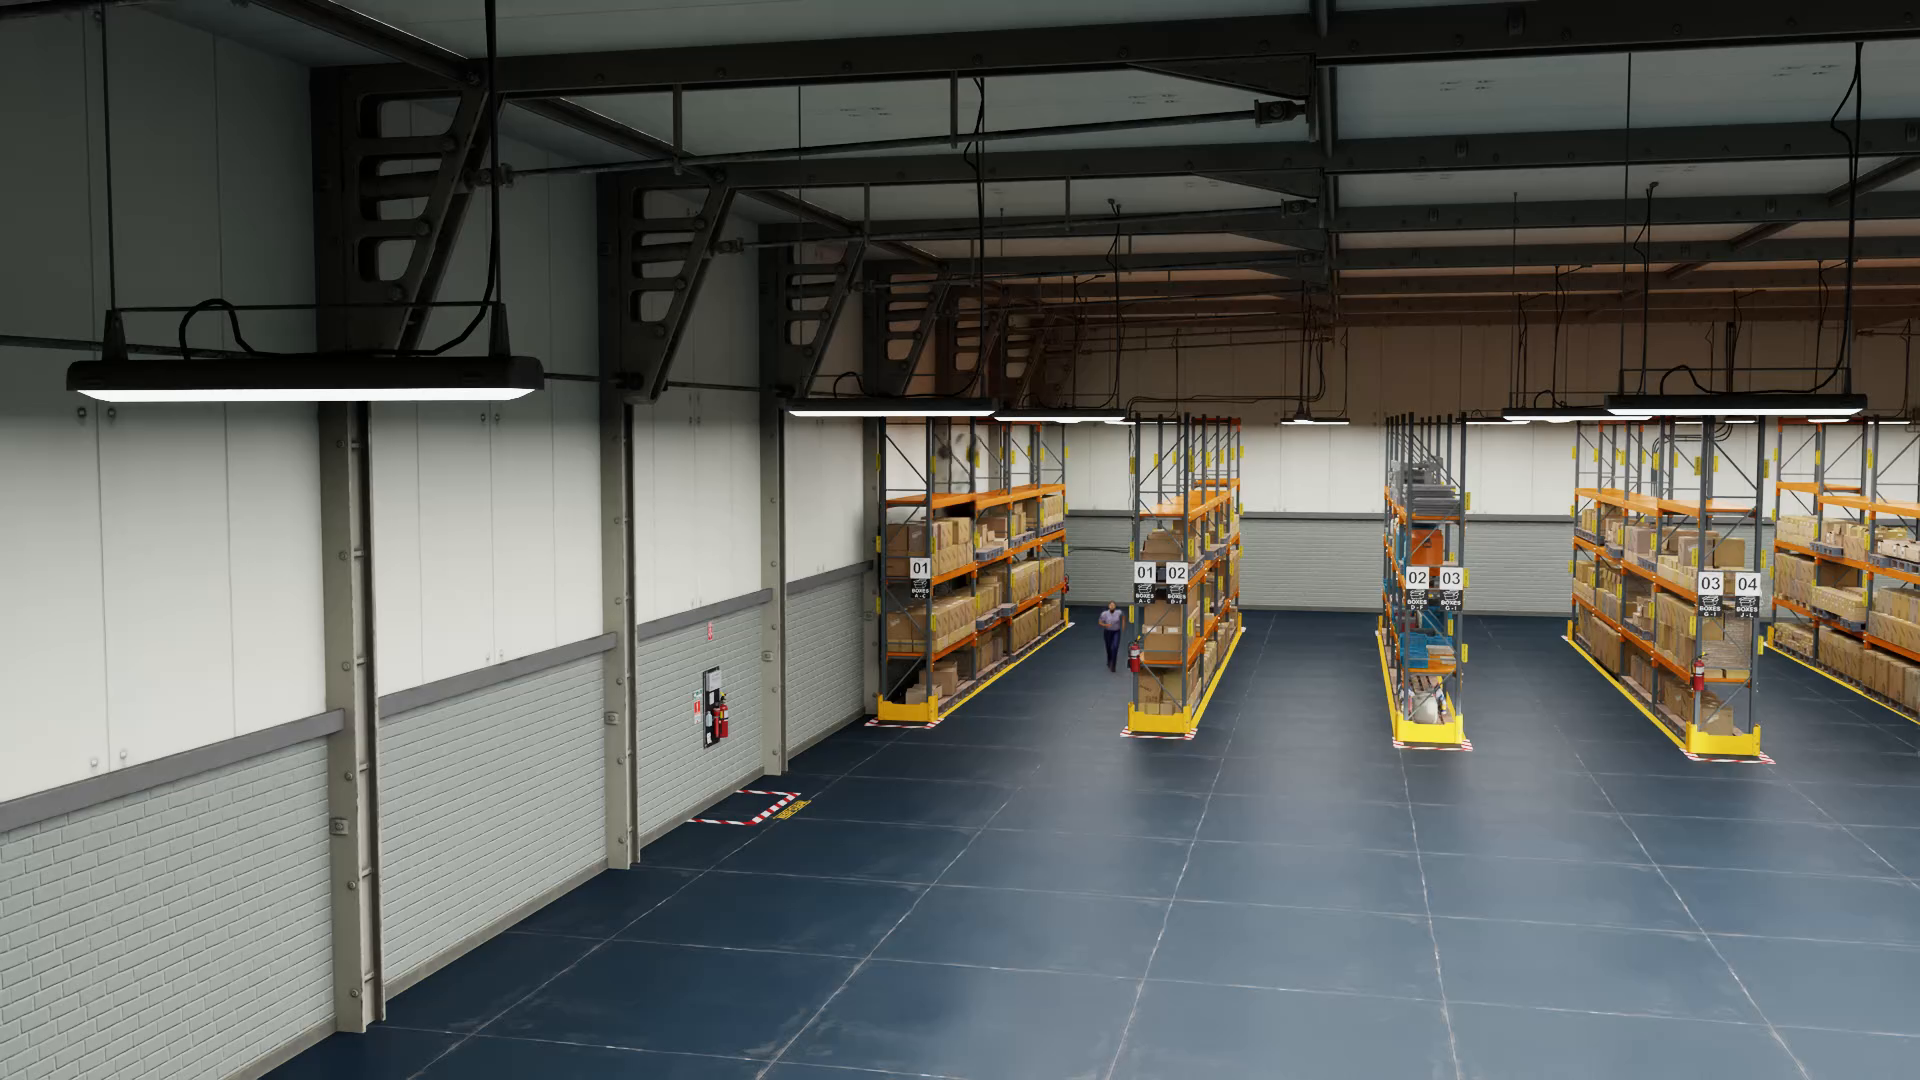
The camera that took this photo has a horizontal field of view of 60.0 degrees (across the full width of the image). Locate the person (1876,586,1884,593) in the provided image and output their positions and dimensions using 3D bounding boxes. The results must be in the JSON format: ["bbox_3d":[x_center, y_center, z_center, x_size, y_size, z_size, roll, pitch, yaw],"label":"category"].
[{"bbox_3d":[23.072,2.035,41.647,0.689,1.744,0.593,1,4,9],"label":"person"}]

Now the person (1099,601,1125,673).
[{"bbox_3d":[3.574,2.263,39.187,0.627,1.685,0.936,0,4,2],"label":"person"}]
